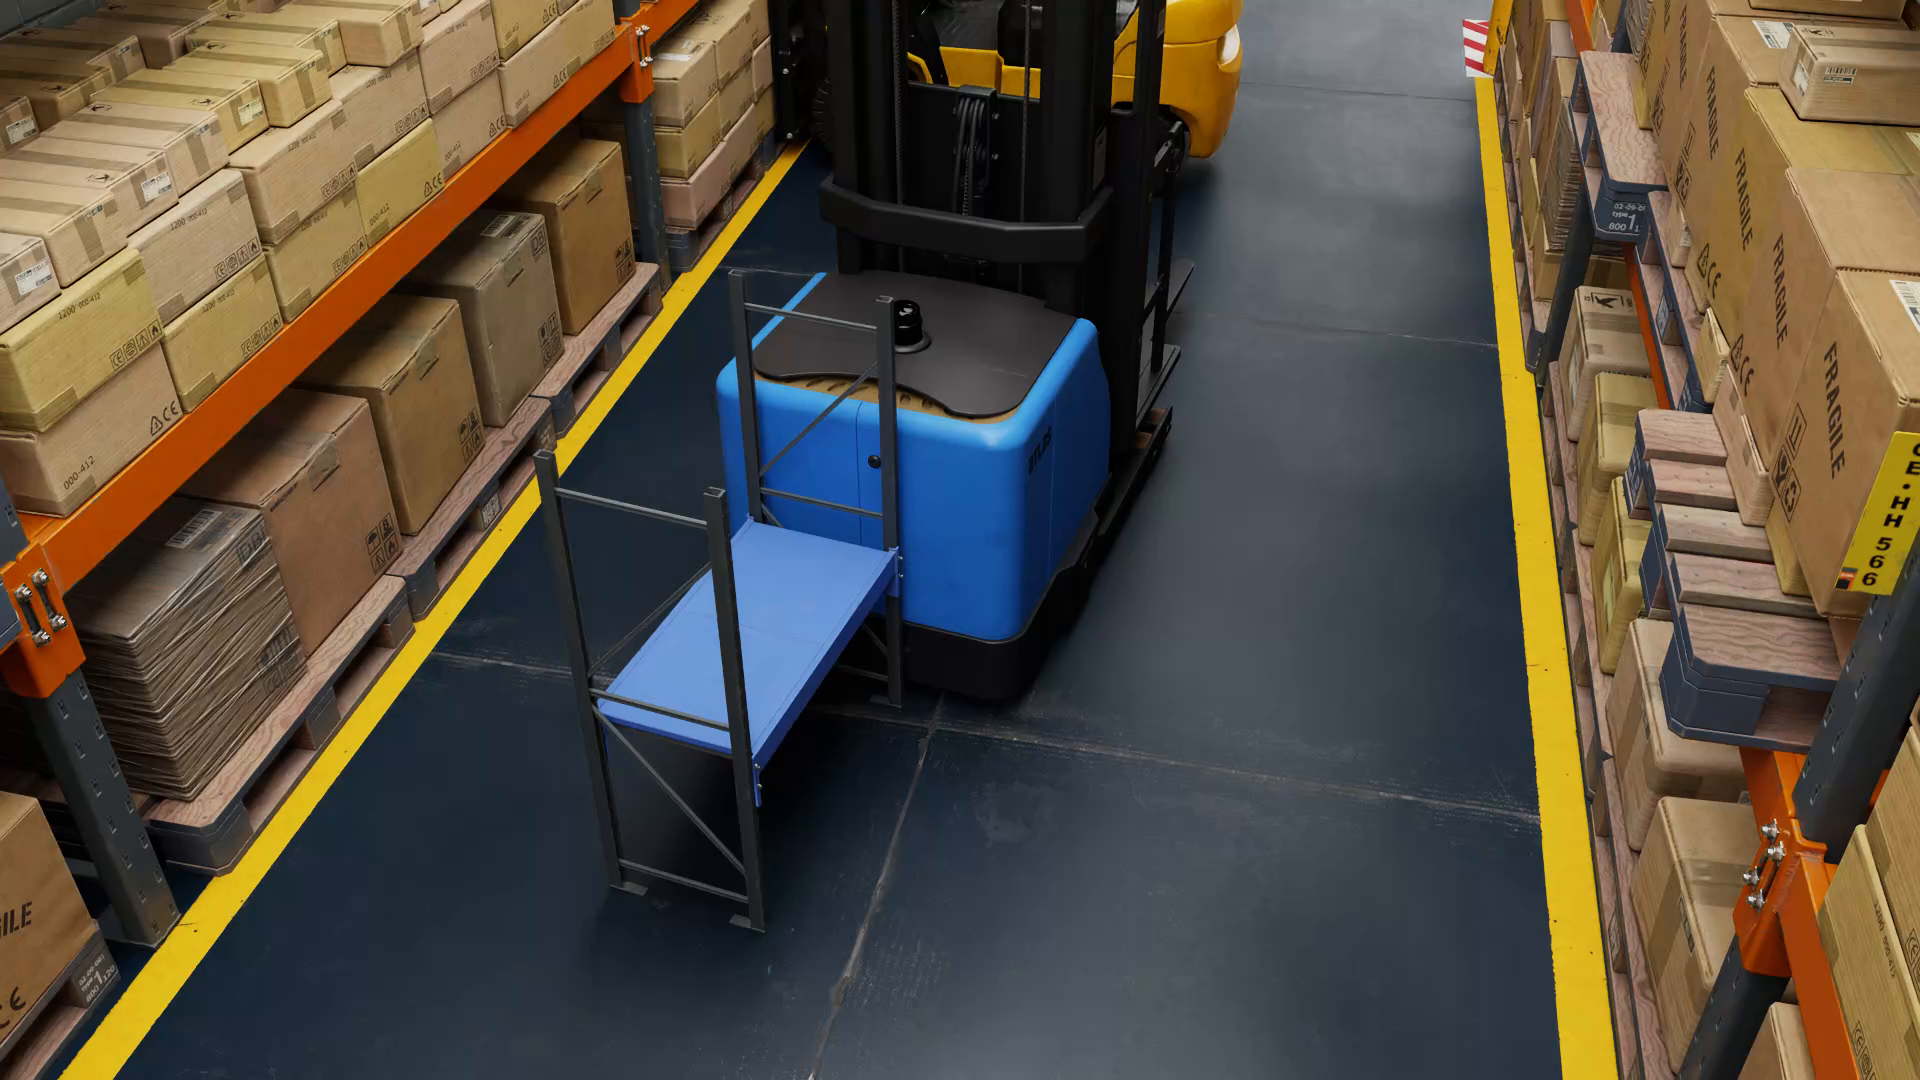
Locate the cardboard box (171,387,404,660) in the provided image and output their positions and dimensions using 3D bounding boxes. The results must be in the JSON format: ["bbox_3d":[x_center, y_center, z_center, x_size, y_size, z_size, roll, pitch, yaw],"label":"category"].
[{"bbox_3d":[-2.448,-0.101,5.499,0.875,0.625,0.625,8,37,11],"label":"cardboard box"}]

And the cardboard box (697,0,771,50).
[{"bbox_3d":[-1.248,-2.733,8.597,0.500,0.250,0.500,9,37,12],"label":"cardboard box"}]

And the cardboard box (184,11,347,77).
[{"bbox_3d":[-2.144,-1.513,5.143,0.380,0.149,0.250,7,37,10],"label":"cardboard box"}]

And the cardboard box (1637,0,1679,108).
[{"bbox_3d":[2.491,-1.645,5.267,0.500,0.500,0.500,7,37,10],"label":"cardboard box"}]

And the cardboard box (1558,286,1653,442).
[{"bbox_3d":[2.868,-0.639,6.458,0.950,0.372,0.625,8,37,11],"label":"cardboard box"}]

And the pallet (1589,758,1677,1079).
[{"bbox_3d":[2.292,1.140,4.497,1.003,0.211,1.213,7,37,10],"label":"pallet"}]

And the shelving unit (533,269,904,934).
[{"bbox_3d":[-0.602,0.170,4.738,0.538,1.500,1.048,12,38,17],"label":"shelving unit"}]

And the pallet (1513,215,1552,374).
[{"bbox_3d":[3.087,-1.095,7.581,1.003,0.211,1.213,7,37,10],"label":"pallet"}]

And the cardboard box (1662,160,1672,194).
[{"bbox_3d":[2.408,-1.169,5.163,0.380,0.149,0.250,8,37,11],"label":"cardboard box"}]

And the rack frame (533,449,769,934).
[{"bbox_3d":[-0.782,0.449,4.353,0.500,1.500,0.032,12,38,17],"label":"rack frame"}]

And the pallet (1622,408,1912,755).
[{"bbox_3d":[2.172,0.115,3.699,1.213,0.211,1.003,7,37,10],"label":"pallet"}]

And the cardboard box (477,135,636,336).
[{"bbox_3d":[-1.972,-1.362,7.239,0.875,0.625,0.625,9,37,12],"label":"cardboard box"}]

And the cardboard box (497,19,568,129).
[{"bbox_3d":[-1.826,-1.783,6.282,0.500,0.250,0.500,7,37,10],"label":"cardboard box"}]

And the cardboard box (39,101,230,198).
[{"bbox_3d":[-2.241,-1.065,4.526,0.380,0.149,0.250,8,37,10],"label":"cardboard box"}]

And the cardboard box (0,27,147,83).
[{"bbox_3d":[-2.705,-1.424,5.021,0.380,0.149,0.250,7,36,9],"label":"cardboard box"}]

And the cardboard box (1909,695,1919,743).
[{"bbox_3d":[1.779,0.266,2.390,0.500,0.500,0.500,6,36,8],"label":"cardboard box"}]

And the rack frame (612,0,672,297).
[{"bbox_3d":[-1.872,-2.454,7.080,1.000,3.000,0.127,7,37,10],"label":"rack frame"}]

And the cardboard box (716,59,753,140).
[{"bbox_3d":[-1.361,-2.241,8.345,0.500,0.250,0.500,7,37,10],"label":"cardboard box"}]

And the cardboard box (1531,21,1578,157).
[{"bbox_3d":[3.057,-2.152,8.009,0.500,0.500,0.500,9,37,12],"label":"cardboard box"}]

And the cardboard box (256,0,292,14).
[{"bbox_3d":[-2.481,-1.859,5.620,0.380,0.149,0.250,7,37,10],"label":"cardboard box"}]

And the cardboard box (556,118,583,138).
[{"bbox_3d":[-1.968,-2.018,8.038,0.500,0.250,0.500,7,36,9],"label":"cardboard box"}]

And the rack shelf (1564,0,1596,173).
[{"bbox_3d":[3.405,-2.690,8.018,1.077,0.370,4.000,7,37,10],"label":"rack shelf"}]

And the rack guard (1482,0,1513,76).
[{"bbox_3d":[3.816,-3.072,10.062,1.175,0.500,0.348,7,37,10],"label":"rack guard"}]

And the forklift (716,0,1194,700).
[{"bbox_3d":[0.221,-1.529,5.862,1.130,2.935,3.031,13,38,17],"label":"forklift"}]

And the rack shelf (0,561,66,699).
[{"bbox_3d":[-3.153,1.277,2.545,1.077,0.370,4.000,7,37,10],"label":"rack shelf"}]

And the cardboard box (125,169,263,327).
[{"bbox_3d":[-2.285,-0.814,4.518,0.500,0.250,0.500,8,37,11],"label":"cardboard box"}]

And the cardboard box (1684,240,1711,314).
[{"bbox_3d":[2.217,-0.725,4.551,0.380,0.149,0.250,6,36,8],"label":"cardboard box"}]

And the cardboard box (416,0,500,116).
[{"bbox_3d":[-1.945,-1.694,5.734,0.500,0.250,0.500,8,37,11],"label":"cardboard box"}]

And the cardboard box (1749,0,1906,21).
[{"bbox_3d":[2.401,-1.567,4.607,0.380,0.149,0.250,9,37,13],"label":"cardboard box"}]

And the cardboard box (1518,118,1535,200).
[{"bbox_3d":[3.059,-1.861,8.247,0.500,0.250,0.500,8,37,11],"label":"cardboard box"}]

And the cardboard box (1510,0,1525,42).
[{"bbox_3d":[3.385,-3.046,9.243,0.500,0.500,0.500,6,36,8],"label":"cardboard box"}]

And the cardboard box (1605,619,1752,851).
[{"bbox_3d":[2.404,0.606,4.739,0.950,0.372,0.625,7,36,9],"label":"cardboard box"}]

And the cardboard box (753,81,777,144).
[{"bbox_3d":[-1.257,-2.336,8.903,0.500,0.250,0.500,8,37,11],"label":"cardboard box"}]

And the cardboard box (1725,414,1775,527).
[{"bbox_3d":[1.960,-0.140,3.743,0.380,0.149,0.250,7,37,10],"label":"cardboard box"}]

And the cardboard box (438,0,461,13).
[{"bbox_3d":[-1.913,-1.940,5.733,0.380,0.149,0.250,6,36,9],"label":"cardboard box"}]

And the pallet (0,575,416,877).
[{"bbox_3d":[-2.512,0.501,5.379,1.003,0.211,1.213,7,37,10],"label":"pallet"}]

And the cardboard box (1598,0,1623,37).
[{"bbox_3d":[2.830,-2.281,6.503,0.500,0.500,0.500,6,36,9],"label":"cardboard box"}]

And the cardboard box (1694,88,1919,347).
[{"bbox_3d":[2.155,-0.755,4.039,0.500,0.500,0.500,5,36,7],"label":"cardboard box"}]

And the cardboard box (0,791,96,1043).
[{"bbox_3d":[-2.607,0.950,4.155,0.500,0.500,0.500,8,37,11],"label":"cardboard box"}]

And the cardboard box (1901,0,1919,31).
[{"bbox_3d":[2.883,-1.292,4.780,0.500,0.500,0.500,9,37,12],"label":"cardboard box"}]

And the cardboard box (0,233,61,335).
[{"bbox_3d":[-2.371,-0.610,3.898,0.380,0.149,0.250,8,37,11],"label":"cardboard box"}]

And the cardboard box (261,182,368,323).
[{"bbox_3d":[-2.177,-0.908,5.075,0.500,0.250,0.500,6,36,8],"label":"cardboard box"}]

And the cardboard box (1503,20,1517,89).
[{"bbox_3d":[3.390,-2.756,9.482,0.500,0.250,0.500,7,37,10],"label":"cardboard box"}]

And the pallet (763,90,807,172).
[{"bbox_3d":[-1.403,-2.478,9.488,1.003,0.211,1.213,7,37,10],"label":"pallet"}]
